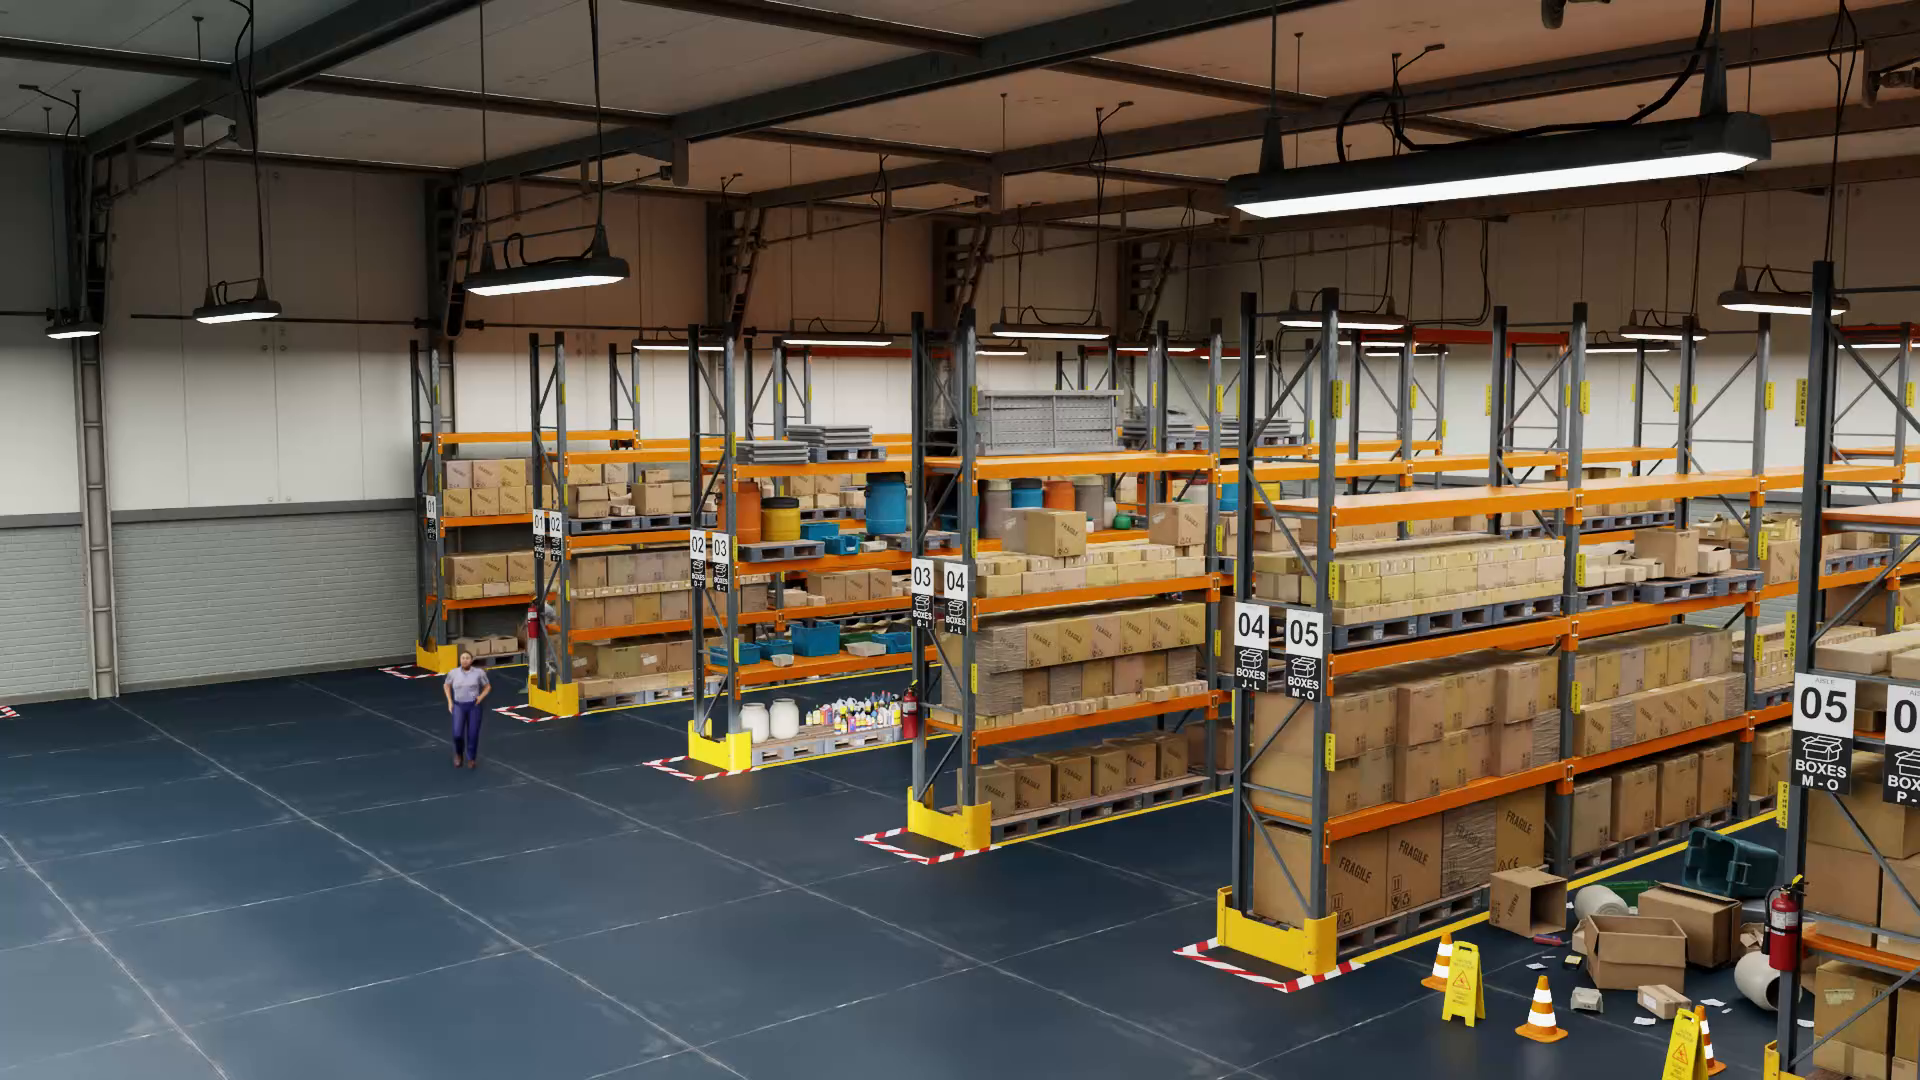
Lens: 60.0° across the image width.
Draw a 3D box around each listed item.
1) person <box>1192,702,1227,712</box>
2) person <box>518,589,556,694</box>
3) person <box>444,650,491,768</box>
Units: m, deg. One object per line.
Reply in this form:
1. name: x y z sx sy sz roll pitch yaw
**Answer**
1. person: 3.831 1.664 25.313 0.694 1.837 0.847 5 7 44
2. person: -7.103 1.673 28.141 0.699 1.779 0.876 3 6 33
3. person: -6.630 2.288 22.393 0.612 1.613 0.572 -1 5 -15
